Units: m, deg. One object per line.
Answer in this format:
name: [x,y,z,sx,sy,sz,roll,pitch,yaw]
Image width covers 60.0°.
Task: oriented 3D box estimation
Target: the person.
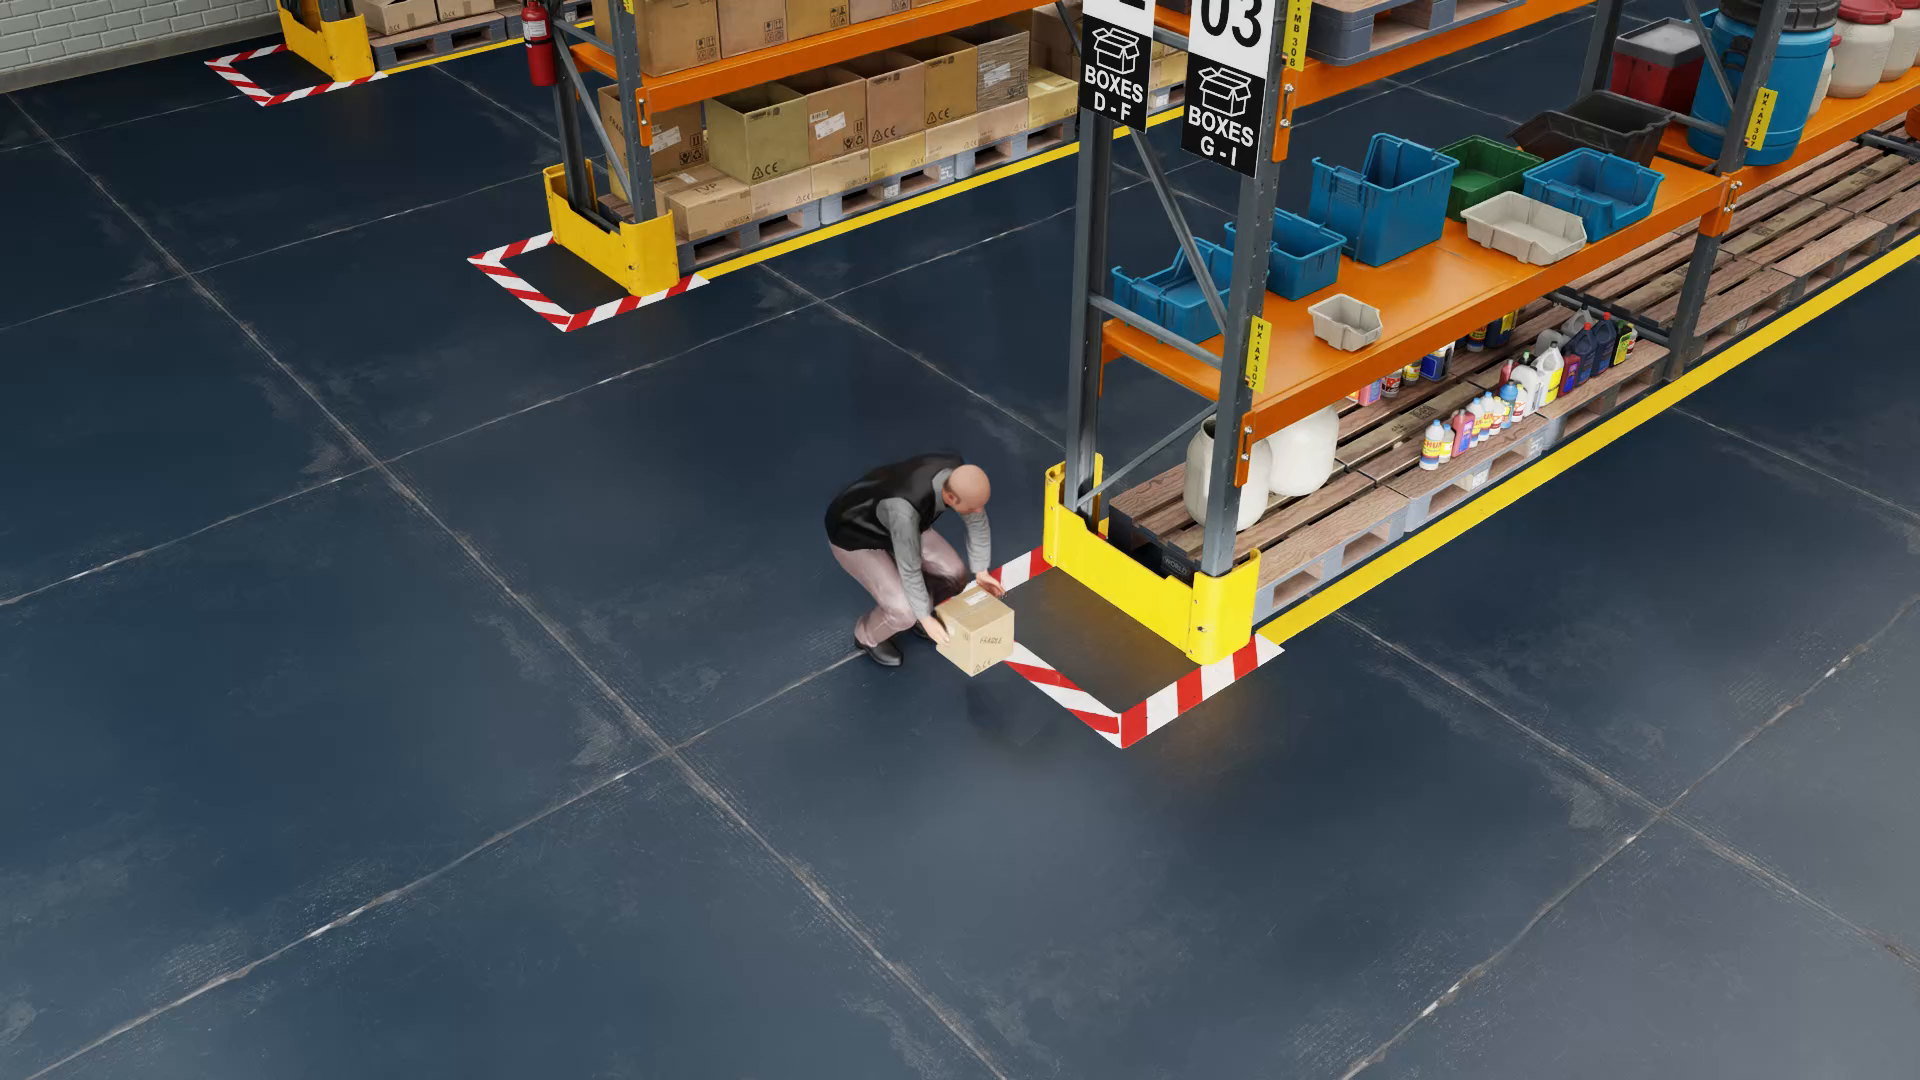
person: [-0.202,0.034,7.564,0.819,1.128,0.565,28,44,34]
